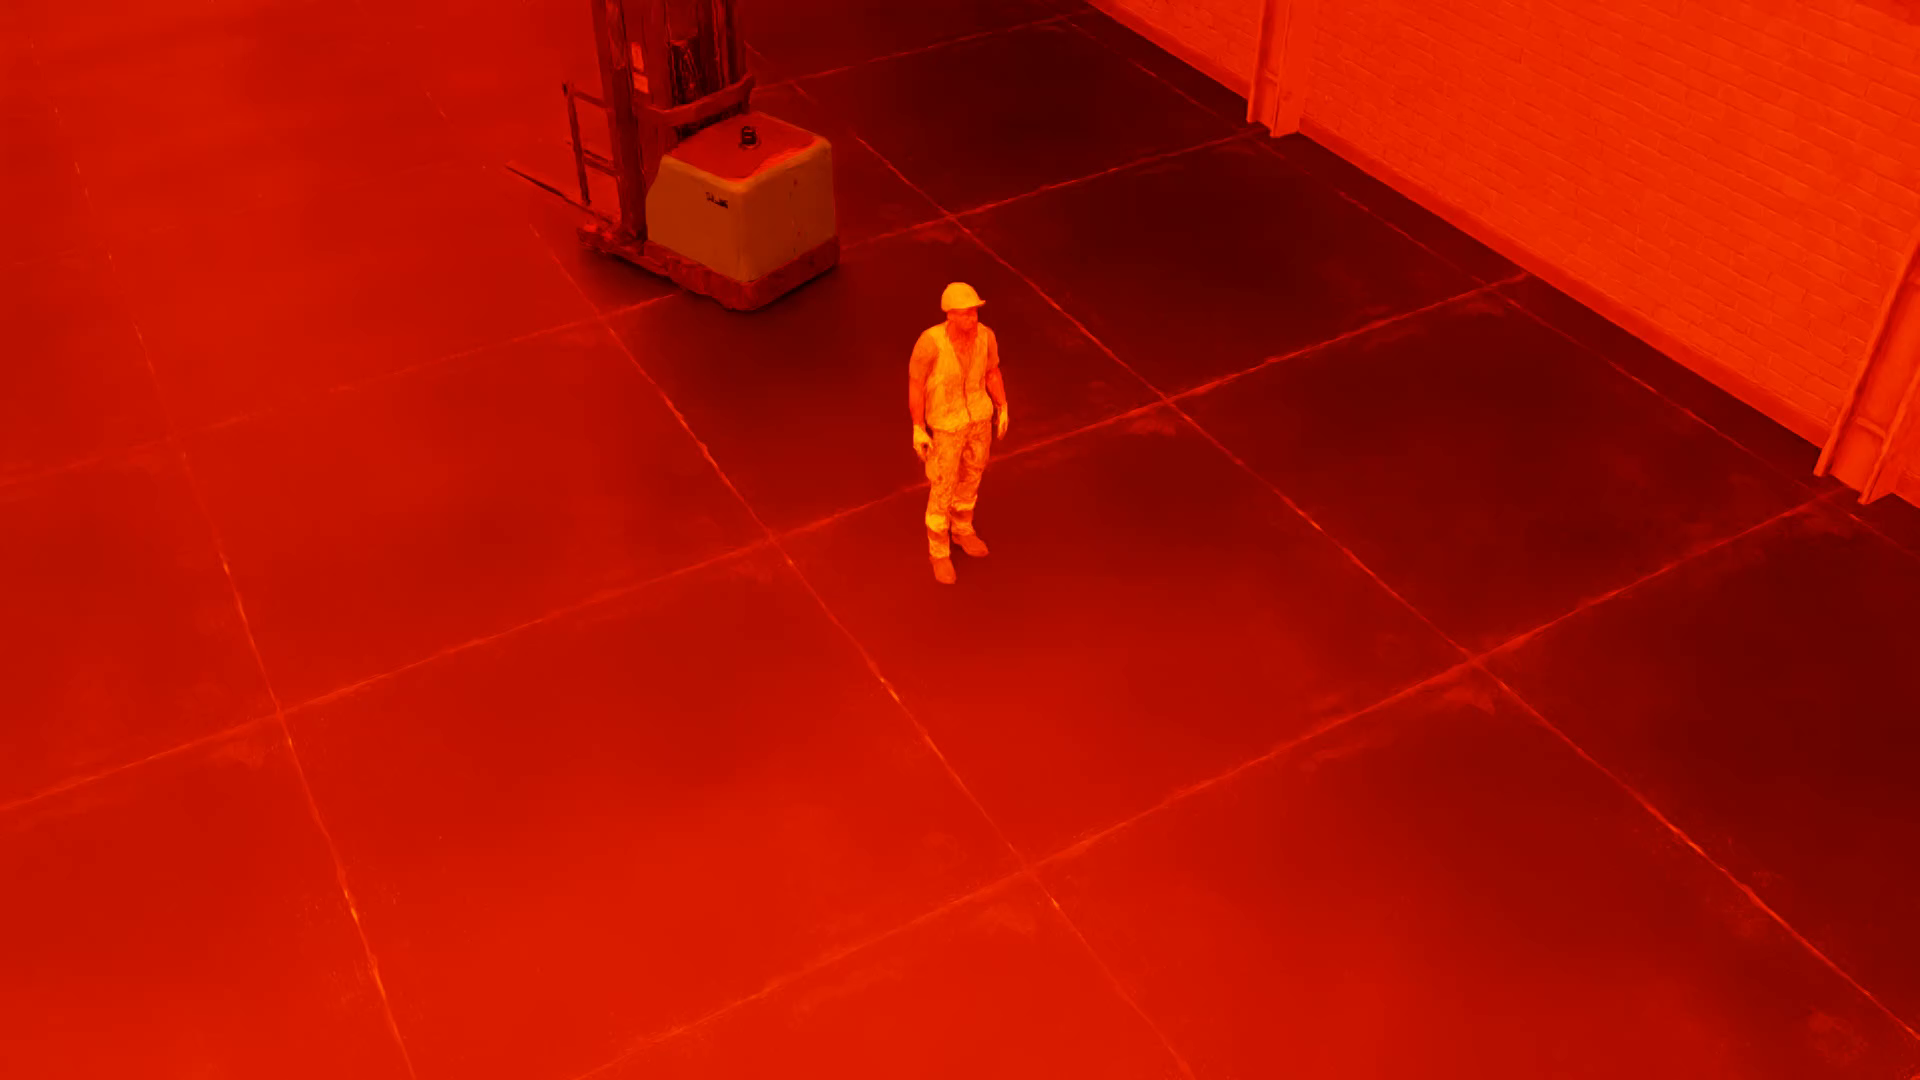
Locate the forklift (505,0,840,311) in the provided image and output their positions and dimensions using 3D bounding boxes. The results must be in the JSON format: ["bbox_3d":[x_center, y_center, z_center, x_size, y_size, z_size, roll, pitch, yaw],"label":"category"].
[{"bbox_3d":[-2.382,-3.608,12.386,3.031,2.935,1.130,28,47,30],"label":"forklift"}]

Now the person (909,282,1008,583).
[{"bbox_3d":[0.031,-0.646,9.699,0.637,1.787,0.563,-20,44,-23],"label":"person"}]
